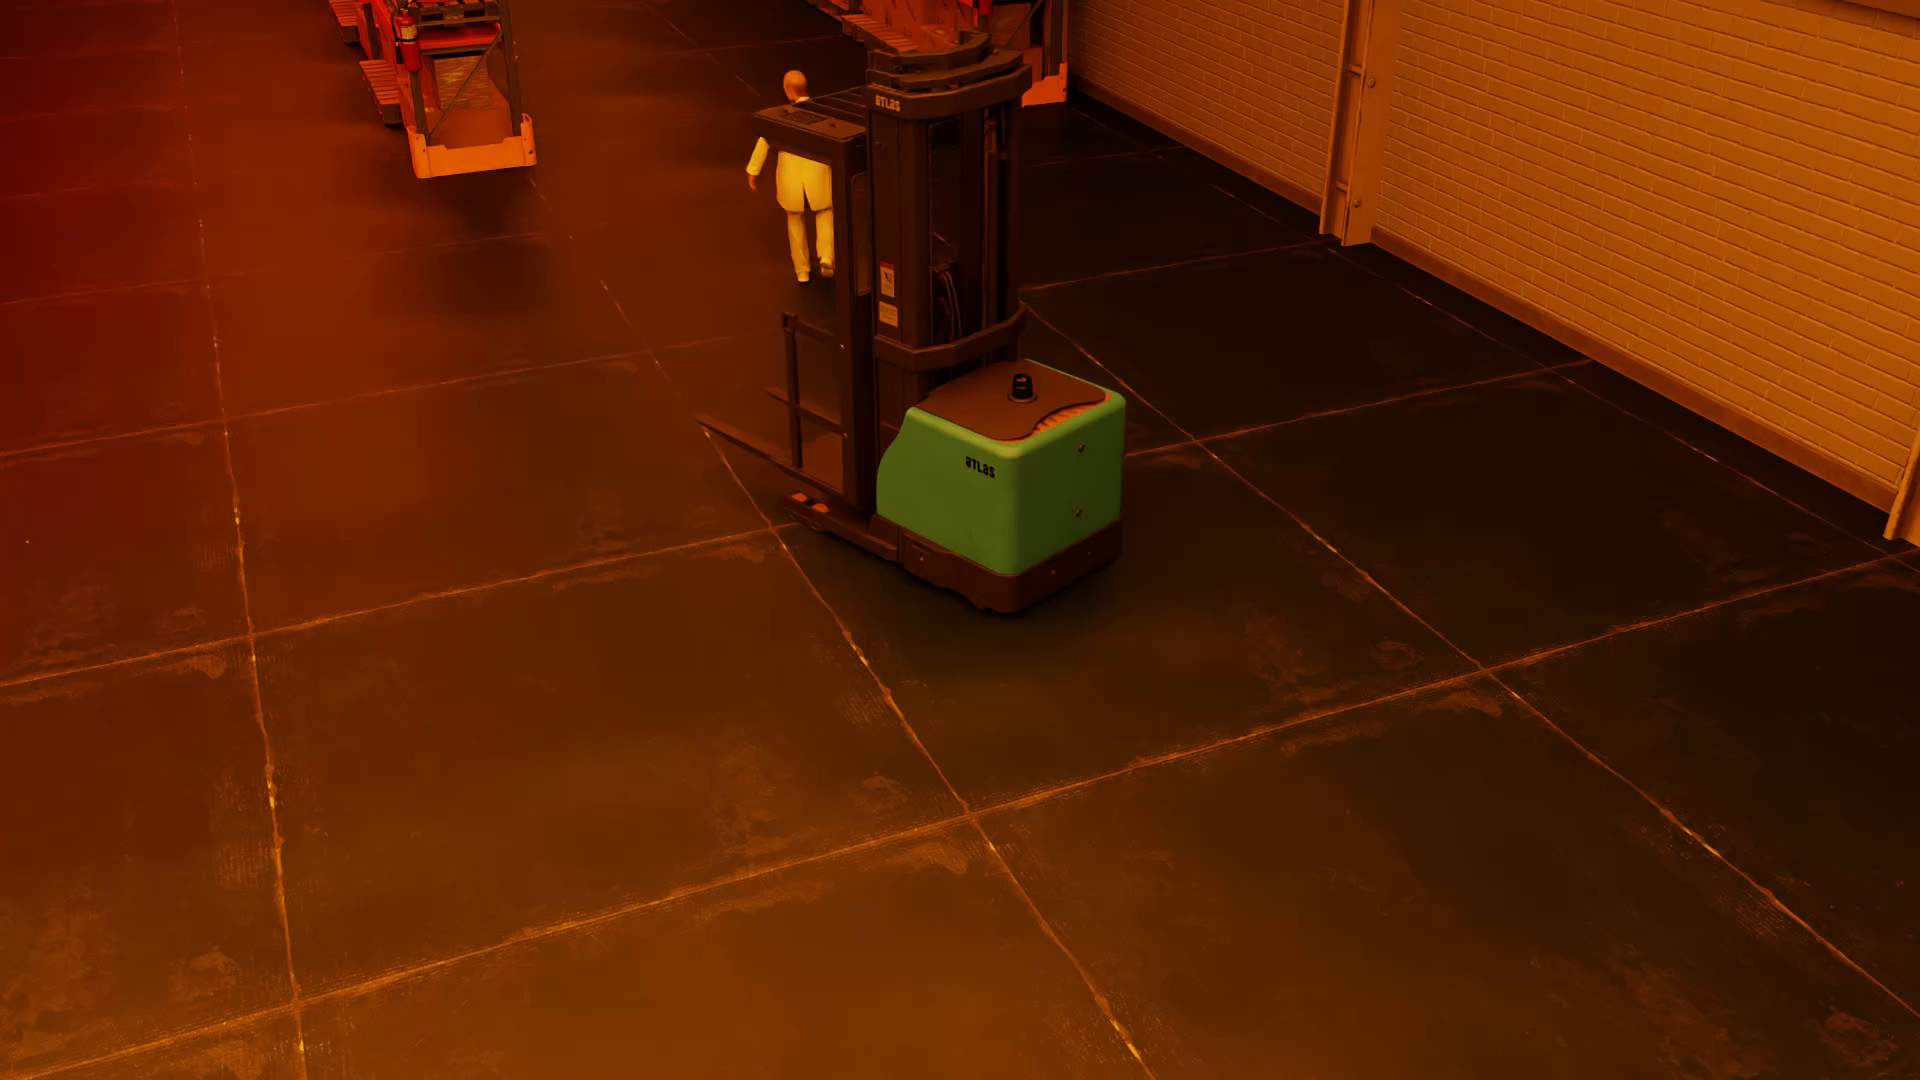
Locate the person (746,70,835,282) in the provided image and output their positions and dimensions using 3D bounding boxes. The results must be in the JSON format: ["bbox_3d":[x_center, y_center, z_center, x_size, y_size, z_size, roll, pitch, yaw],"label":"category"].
[{"bbox_3d":[-1.304,-2.937,13.467,0.829,1.749,0.524,-1,30,-2],"label":"person"}]

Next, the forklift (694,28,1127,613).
[{"bbox_3d":[-0.454,-1.492,9.729,3.031,2.935,1.130,26,39,37],"label":"forklift"}]
